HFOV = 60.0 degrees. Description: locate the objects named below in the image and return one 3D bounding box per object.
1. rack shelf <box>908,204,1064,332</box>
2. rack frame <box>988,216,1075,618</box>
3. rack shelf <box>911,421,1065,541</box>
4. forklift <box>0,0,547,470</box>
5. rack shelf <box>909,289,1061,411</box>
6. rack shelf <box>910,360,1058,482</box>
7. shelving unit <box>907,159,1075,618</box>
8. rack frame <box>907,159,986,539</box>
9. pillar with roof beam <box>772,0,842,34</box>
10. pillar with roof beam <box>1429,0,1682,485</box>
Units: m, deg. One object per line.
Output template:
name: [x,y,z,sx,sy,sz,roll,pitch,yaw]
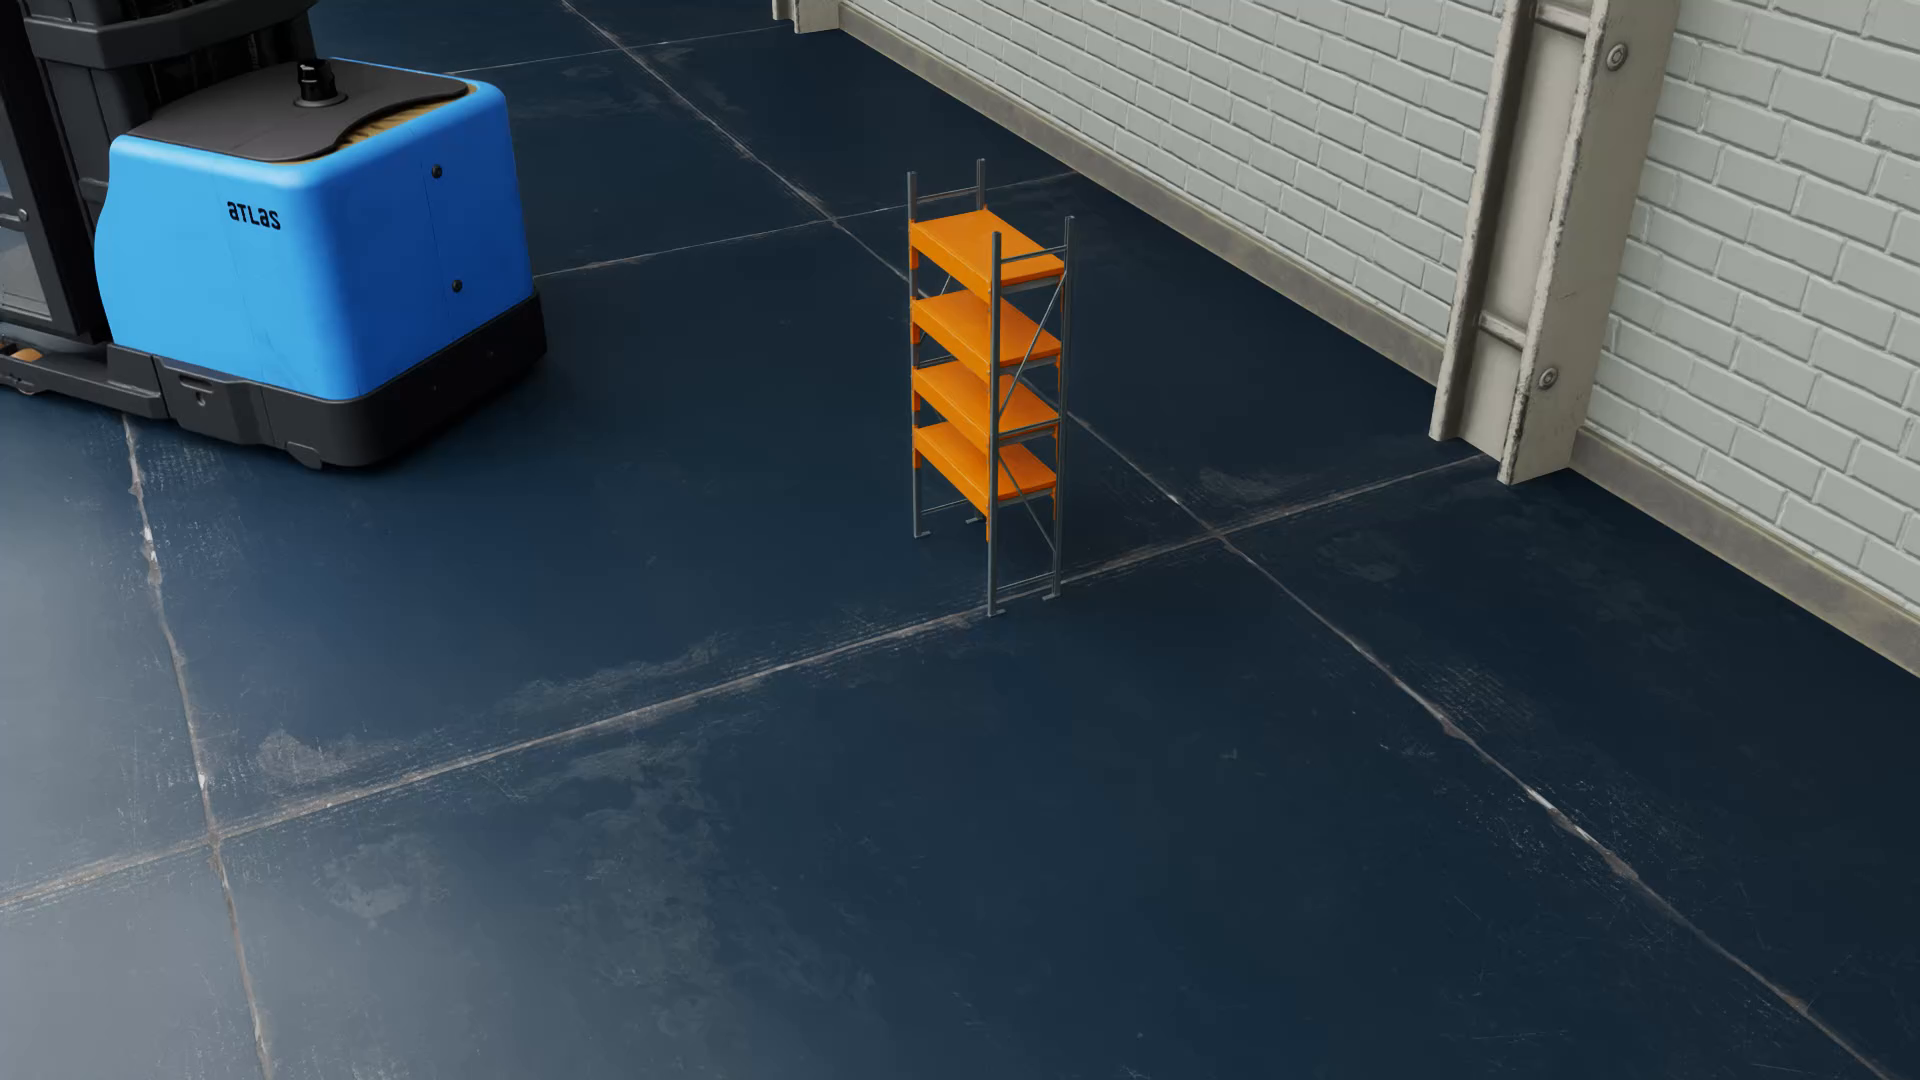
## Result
rack shelf: [0.077,-0.757,4.591,0.258,0.148,0.480,-16,36,-23]
rack frame: [0.191,-0.310,4.621,0.240,1.200,0.015,-16,36,-23]
rack shelf: [0.077,-0.202,4.946,0.258,0.148,0.480,-16,36,-23]
forklift: [-3.102,-2.004,5.660,3.031,2.935,1.130,14,35,21]
rack shelf: [0.077,-0.558,4.719,0.258,0.148,0.480,-16,36,-23]
rack shelf: [0.077,-0.370,4.839,0.258,0.148,0.480,-16,36,-23]
shelving unit: [0.077,-0.426,4.803,0.258,1.200,0.503,-16,36,-23]
rack frame: [-0.037,-0.543,4.985,0.240,1.200,0.015,-16,36,-23]
pillar with roof beam: [-4.740,-5.883,6.091,9.100,9.000,0.400,-16,36,-23]
pillar with roof beam: [-1.942,-3.020,1.622,9.100,9.000,0.400,-16,36,-23]
